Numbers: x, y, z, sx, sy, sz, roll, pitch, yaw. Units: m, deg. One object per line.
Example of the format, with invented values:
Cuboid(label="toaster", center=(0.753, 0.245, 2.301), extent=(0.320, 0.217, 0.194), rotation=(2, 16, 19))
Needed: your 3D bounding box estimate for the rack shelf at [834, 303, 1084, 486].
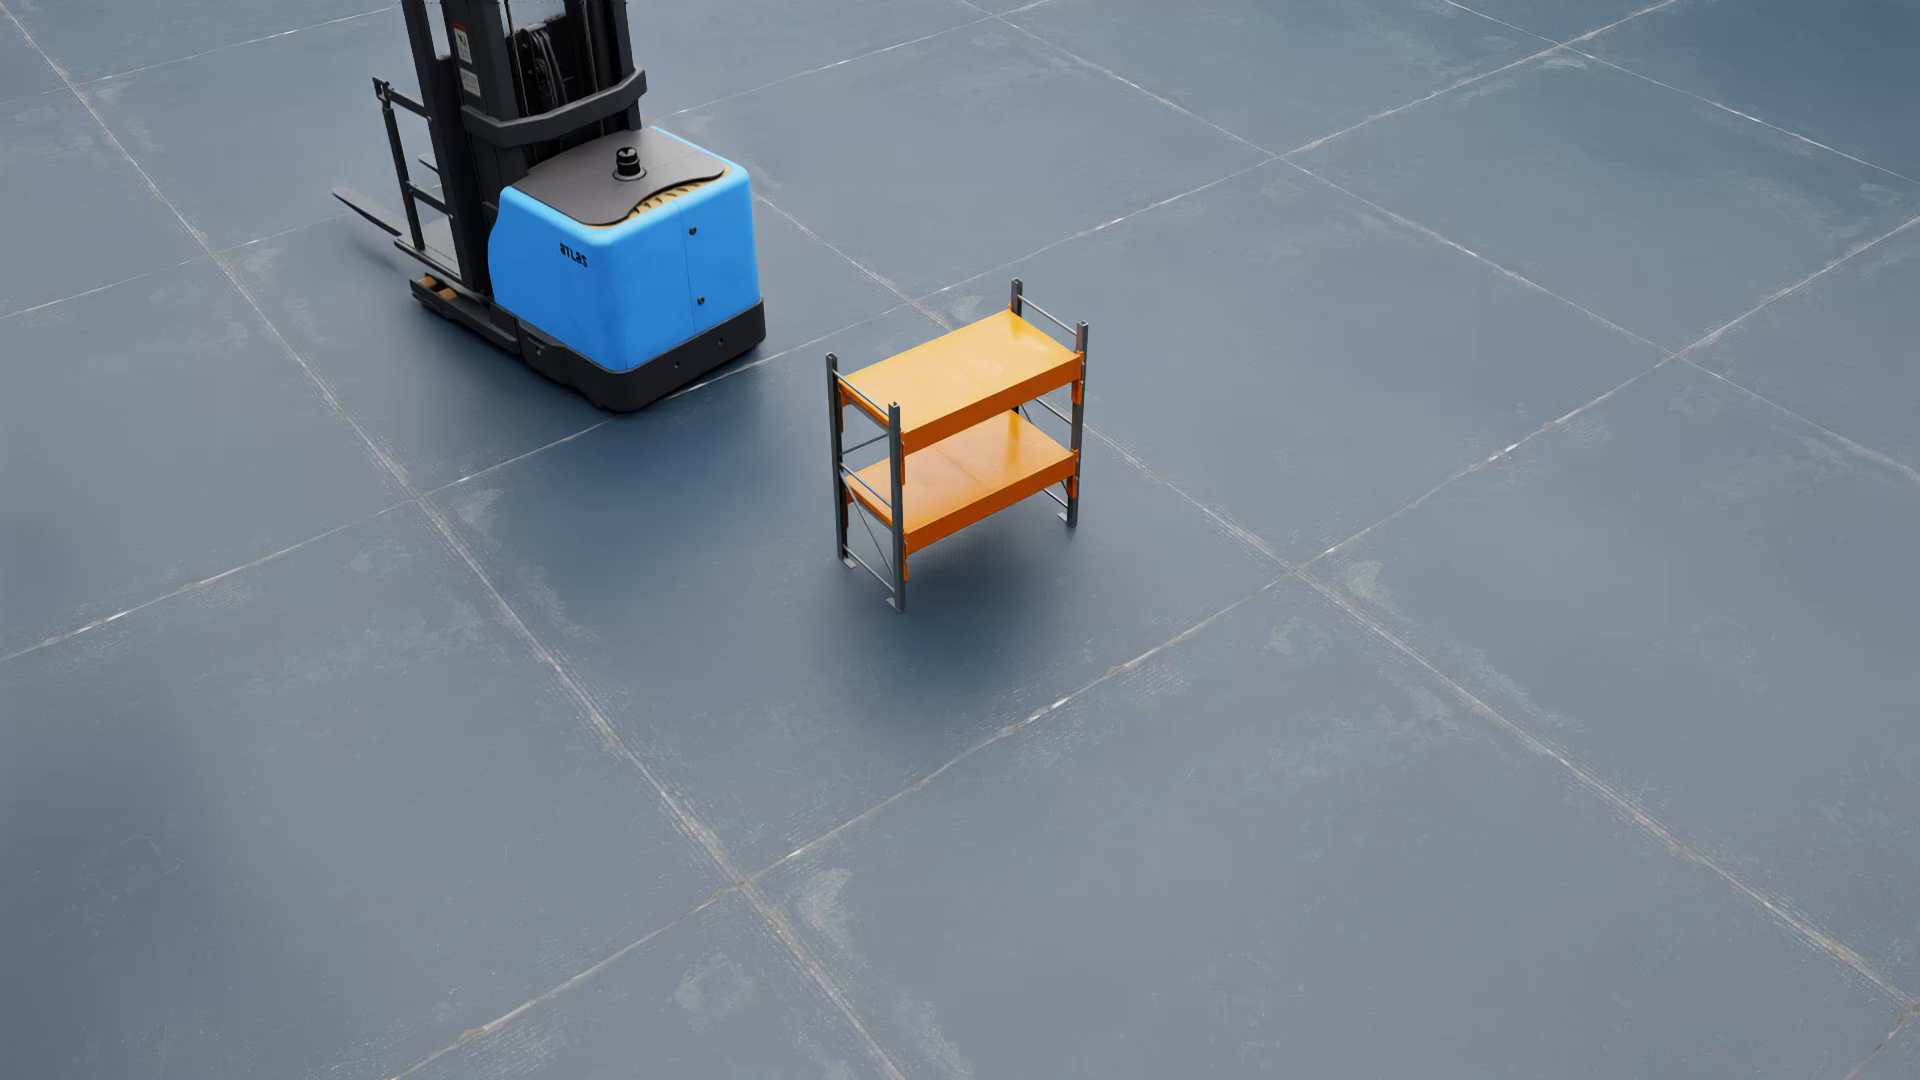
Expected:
Cuboid(label="rack shelf", center=(-0.005, -0.659, 7.338), extent=(1.000, 0.278, 0.538), rotation=(-26, 46, -28))

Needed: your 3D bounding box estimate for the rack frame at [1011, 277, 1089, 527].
Cuboid(label="rack frame", center=(0.398, -0.629, 7.763), extent=(0.032, 1.125, 0.500), rotation=(-26, 46, -28))

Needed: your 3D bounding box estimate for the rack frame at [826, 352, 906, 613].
Cuboid(label="rack frame", center=(-0.408, -0.236, 7.284), extent=(0.032, 1.125, 0.500), rotation=(-26, 46, -28))

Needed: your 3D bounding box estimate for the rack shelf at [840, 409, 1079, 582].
Cuboid(label="rack shelf", center=(-0.005, -0.243, 7.679), extent=(1.000, 0.278, 0.538), rotation=(-26, 46, -28))

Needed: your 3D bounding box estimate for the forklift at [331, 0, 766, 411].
Cuboid(label="forklift", center=(-2.492, -2.605, 8.748), extent=(3.031, 2.935, 1.130), rotation=(30, 48, 31))

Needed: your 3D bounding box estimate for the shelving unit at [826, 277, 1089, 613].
Cuboid(label="shelving unit", center=(-0.005, -0.432, 7.524), extent=(1.048, 1.125, 0.538), rotation=(-26, 46, -28))
